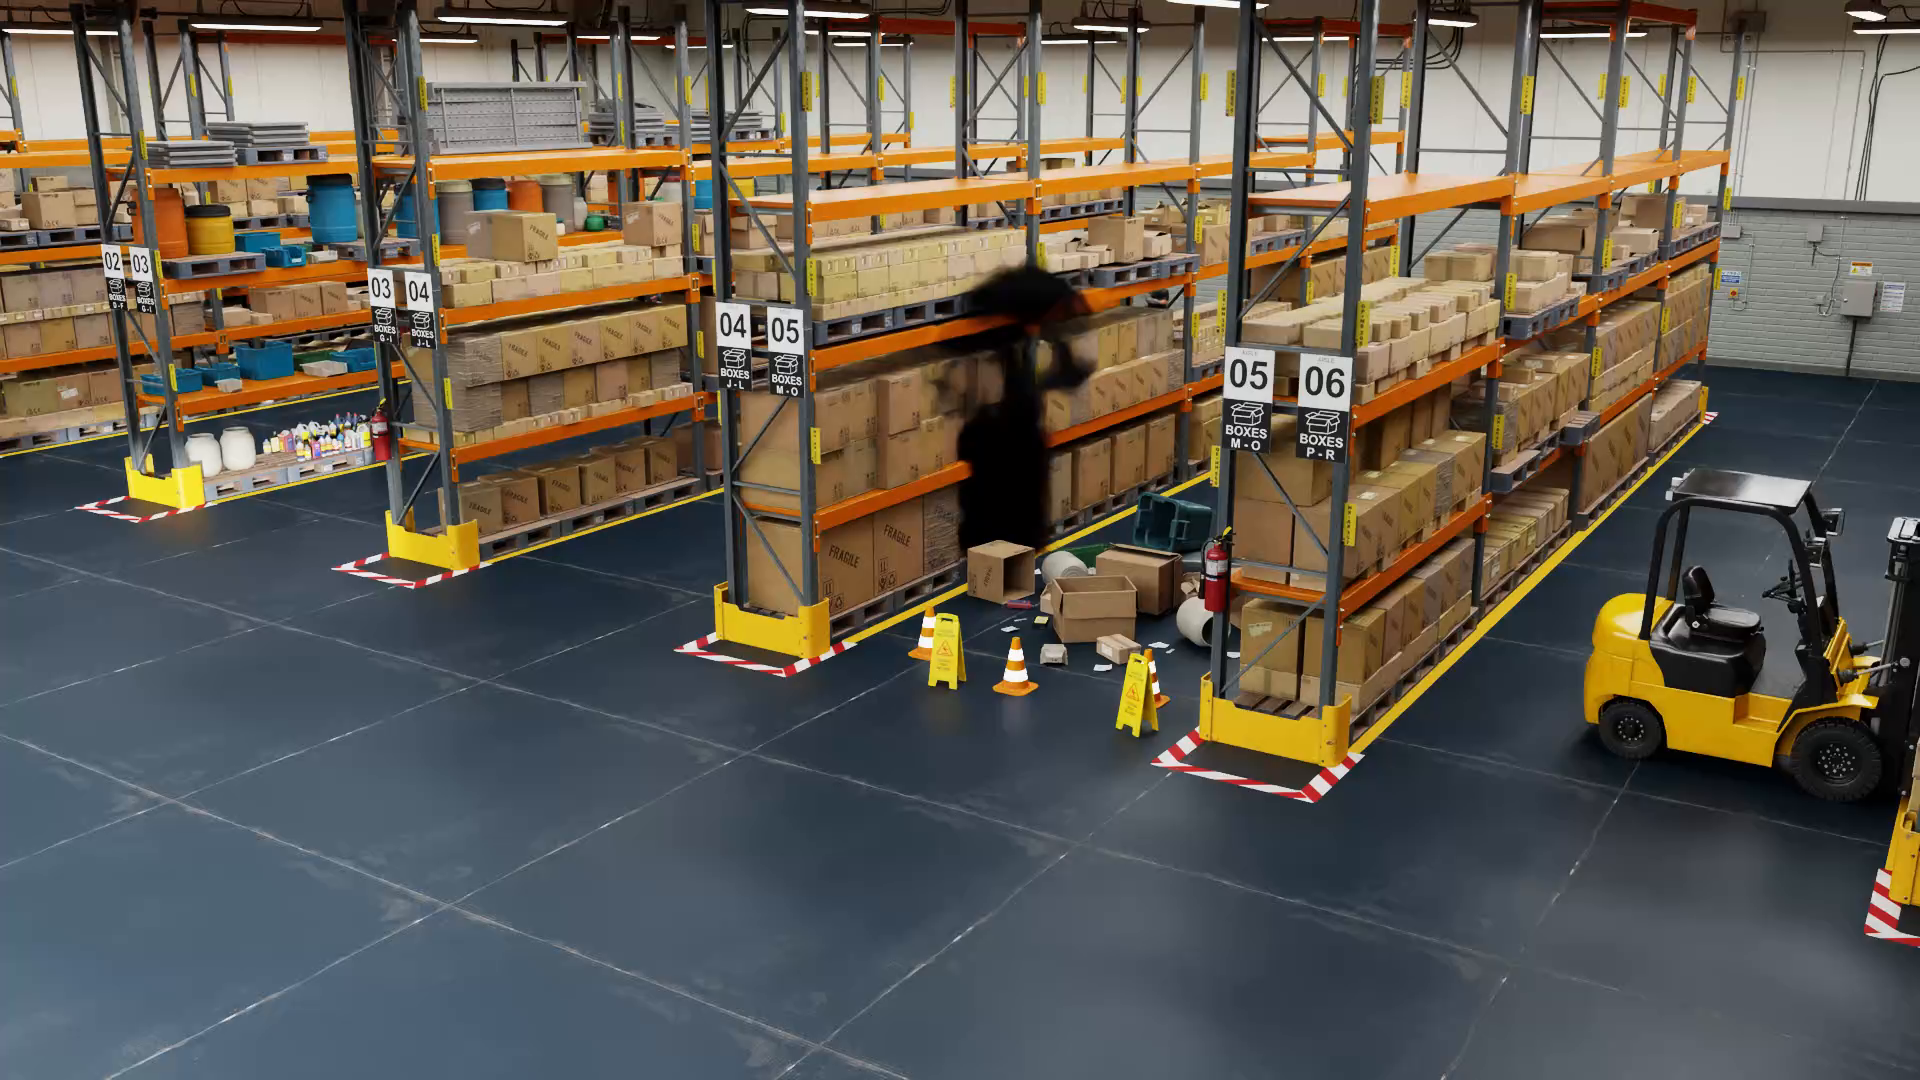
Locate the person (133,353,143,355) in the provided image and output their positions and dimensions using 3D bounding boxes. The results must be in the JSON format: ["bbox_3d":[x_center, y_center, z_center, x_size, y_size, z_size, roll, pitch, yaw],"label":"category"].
[{"bbox_3d":[-13.655,-3.195,27.490,0.685,1.737,0.603,6,17,22],"label":"person"}]

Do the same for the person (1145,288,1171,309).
[{"bbox_3d":[3.738,-4.302,31.510,0.694,1.705,0.936,-14,21,-41],"label":"person"}]

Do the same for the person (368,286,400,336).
[{"bbox_3d":[-11.083,-4.435,32.046,0.599,1.731,0.918,7,17,23],"label":"person"}]
